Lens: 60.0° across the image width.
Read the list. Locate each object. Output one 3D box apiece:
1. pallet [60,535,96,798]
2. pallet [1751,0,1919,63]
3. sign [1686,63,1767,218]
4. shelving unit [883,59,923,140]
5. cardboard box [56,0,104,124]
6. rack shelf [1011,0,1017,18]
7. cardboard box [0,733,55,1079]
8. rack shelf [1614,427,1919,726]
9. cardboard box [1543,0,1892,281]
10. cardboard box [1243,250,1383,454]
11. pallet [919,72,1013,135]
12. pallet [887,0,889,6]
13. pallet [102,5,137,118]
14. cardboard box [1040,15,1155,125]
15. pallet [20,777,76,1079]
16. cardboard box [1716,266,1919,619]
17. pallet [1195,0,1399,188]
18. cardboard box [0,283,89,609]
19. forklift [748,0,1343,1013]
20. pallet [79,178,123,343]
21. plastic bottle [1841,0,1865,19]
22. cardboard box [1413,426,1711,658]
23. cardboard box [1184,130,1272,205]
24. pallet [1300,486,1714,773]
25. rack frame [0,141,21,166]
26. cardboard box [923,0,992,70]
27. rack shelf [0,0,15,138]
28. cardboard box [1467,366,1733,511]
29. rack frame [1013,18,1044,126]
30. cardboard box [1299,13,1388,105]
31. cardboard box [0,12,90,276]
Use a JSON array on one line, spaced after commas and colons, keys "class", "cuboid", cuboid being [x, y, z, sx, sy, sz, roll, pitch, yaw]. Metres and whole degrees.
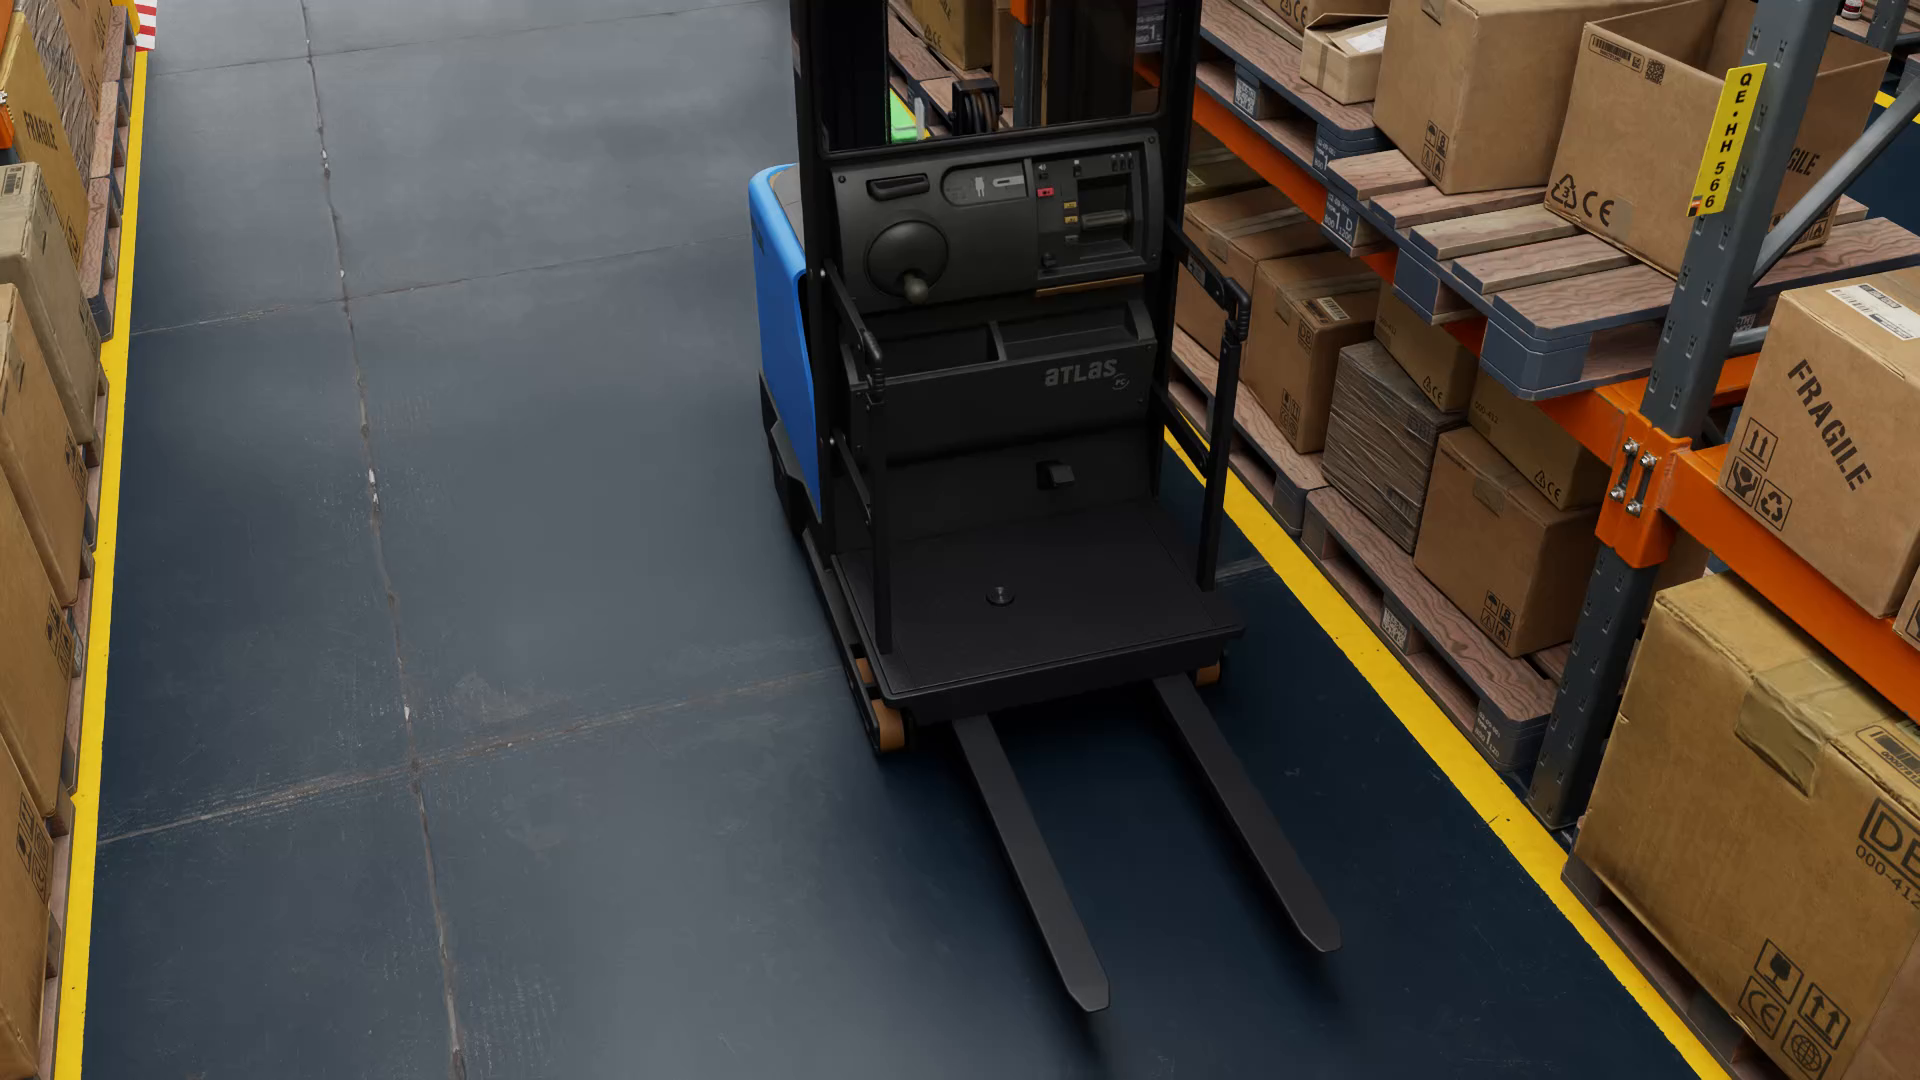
[{"class": "pallet", "cuboid": [-3.207, 0.420, 5.017, 1.003, 0.211, 1.213, -12, 39, -16]}, {"class": "pallet", "cuboid": [5.184, -3.074, 9.655, 1.003, 0.211, 1.213, -12, 39, -16]}, {"class": "sign", "cuboid": [1.595, -0.828, 3.459, 0.100, 0.325, 0.005, -12, 39, -16]}, {"class": "shelving unit", "cuboid": [-0.317, -1.154, 6.284, 0.258, 1.200, 0.503, -10, 38, -13]}, {"class": "cardboard box", "cuboid": [-4.743, -2.517, 8.015, 0.875, 0.875, 0.875, -13, 39, -17]}, {"class": "rack shelf", "cuboid": [0.037, -3.617, 8.656, 1.077, 0.370, 4.000, -12, 39, -16]}, {"class": "cardboard box", "cuboid": [-2.715, 0.823, 3.684, 1.050, 0.750, 0.750, -13, 39, -17]}, {"class": "rack shelf", "cuboid": [2.790, 0.903, 2.657, 1.077, 0.370, 4.000, -12, 39, -16]}, {"class": "cardboard box", "cuboid": [1.878, -1.019, 4.178, 0.500, 0.500, 0.500, -17, 40, -21]}, {"class": "cardboard box", "cuboid": [1.448, -0.696, 5.893, 0.700, 0.500, 0.500, -9, 38, -12]}, {"class": "pallet", "cuboid": [0.461, -2.032, 8.273, 1.003, 0.211, 1.213, -12, 39, -16]}, {"class": "pallet", "cuboid": [-0.379, -3.411, 10.103, 1.003, 0.211, 1.213, -12, 39, -16]}, {"class": "pallet", "cuboid": [-4.995, -2.515, 8.913, 1.003, 0.211, 1.213, -12, 39, -16]}, {"class": "cardboard box", "cuboid": [0.625, -2.178, 7.877, 0.500, 0.500, 0.500, -14, 39, -17]}, {"class": "pallet", "cuboid": [-2.791, 1.108, 4.103, 1.003, 0.211, 1.213, -12, 39, -16]}, {"class": "cardboard box", "cuboid": [2.013, -0.224, 3.471, 0.500, 0.500, 0.500, -11, 38, -15]}, {"class": "pallet", "cuboid": [1.382, -1.548, 5.471, 1.003, 0.211, 1.213, -12, 39, -16]}, {"class": "cardboard box", "cuboid": [-3.340, -0.196, 5.038, 1.050, 0.750, 0.750, -12, 39, -16]}, {"class": "forklift", "cuboid": [0.179, -0.812, 4.392, 1.130, 2.935, 3.031, -10, 38, -13]}, {"class": "pallet", "cuboid": [-4.155, -1.136, 7.083, 1.003, 0.211, 1.213, -12, 39, -16]}, {"class": "plastic bottle", "cuboid": [4.958, -2.998, 9.197, 0.097, 0.201, 0.097, 0, 37, 0]}, {"class": "cardboard box", "cuboid": [1.852, -0.066, 5.057, 0.700, 0.500, 0.500, -14, 39, -18]}, {"class": "cardboard box", "cuboid": [1.063, -1.327, 6.730, 0.700, 0.500, 0.500, -13, 39, -16]}, {"class": "pallet", "cuboid": [1.834, 0.157, 5.365, 1.003, 0.211, 1.213, -12, 39, -16]}, {"class": "rack frame", "cuboid": [-3.967, -1.804, 5.652, 1.000, 3.000, 0.127, -12, 39, -16]}, {"class": "cardboard box", "cuboid": [0.133, -2.834, 8.748, 0.500, 0.500, 0.500, -16, 40, -20]}, {"class": "rack shelf", "cuboid": [-4.655, -2.647, 7.369, 1.077, 0.370, 4.000, -12, 39, -16]}, {"class": "cardboard box", "cuboid": [1.843, -0.364, 4.828, 0.500, 0.250, 0.500, -11, 38, -14]}, {"class": "rack frame", "cuboid": [0.725, -2.774, 6.940, 1.000, 3.000, 0.127, -12, 39, -16]}, {"class": "cardboard box", "cuboid": [1.274, -1.515, 5.031, 0.396, 0.266, 0.258, -14, 39, -17]}, {"class": "cardboard box", "cuboid": [-4.117, -1.493, 6.656, 0.875, 0.875, 0.875, -12, 39, -15]}]
